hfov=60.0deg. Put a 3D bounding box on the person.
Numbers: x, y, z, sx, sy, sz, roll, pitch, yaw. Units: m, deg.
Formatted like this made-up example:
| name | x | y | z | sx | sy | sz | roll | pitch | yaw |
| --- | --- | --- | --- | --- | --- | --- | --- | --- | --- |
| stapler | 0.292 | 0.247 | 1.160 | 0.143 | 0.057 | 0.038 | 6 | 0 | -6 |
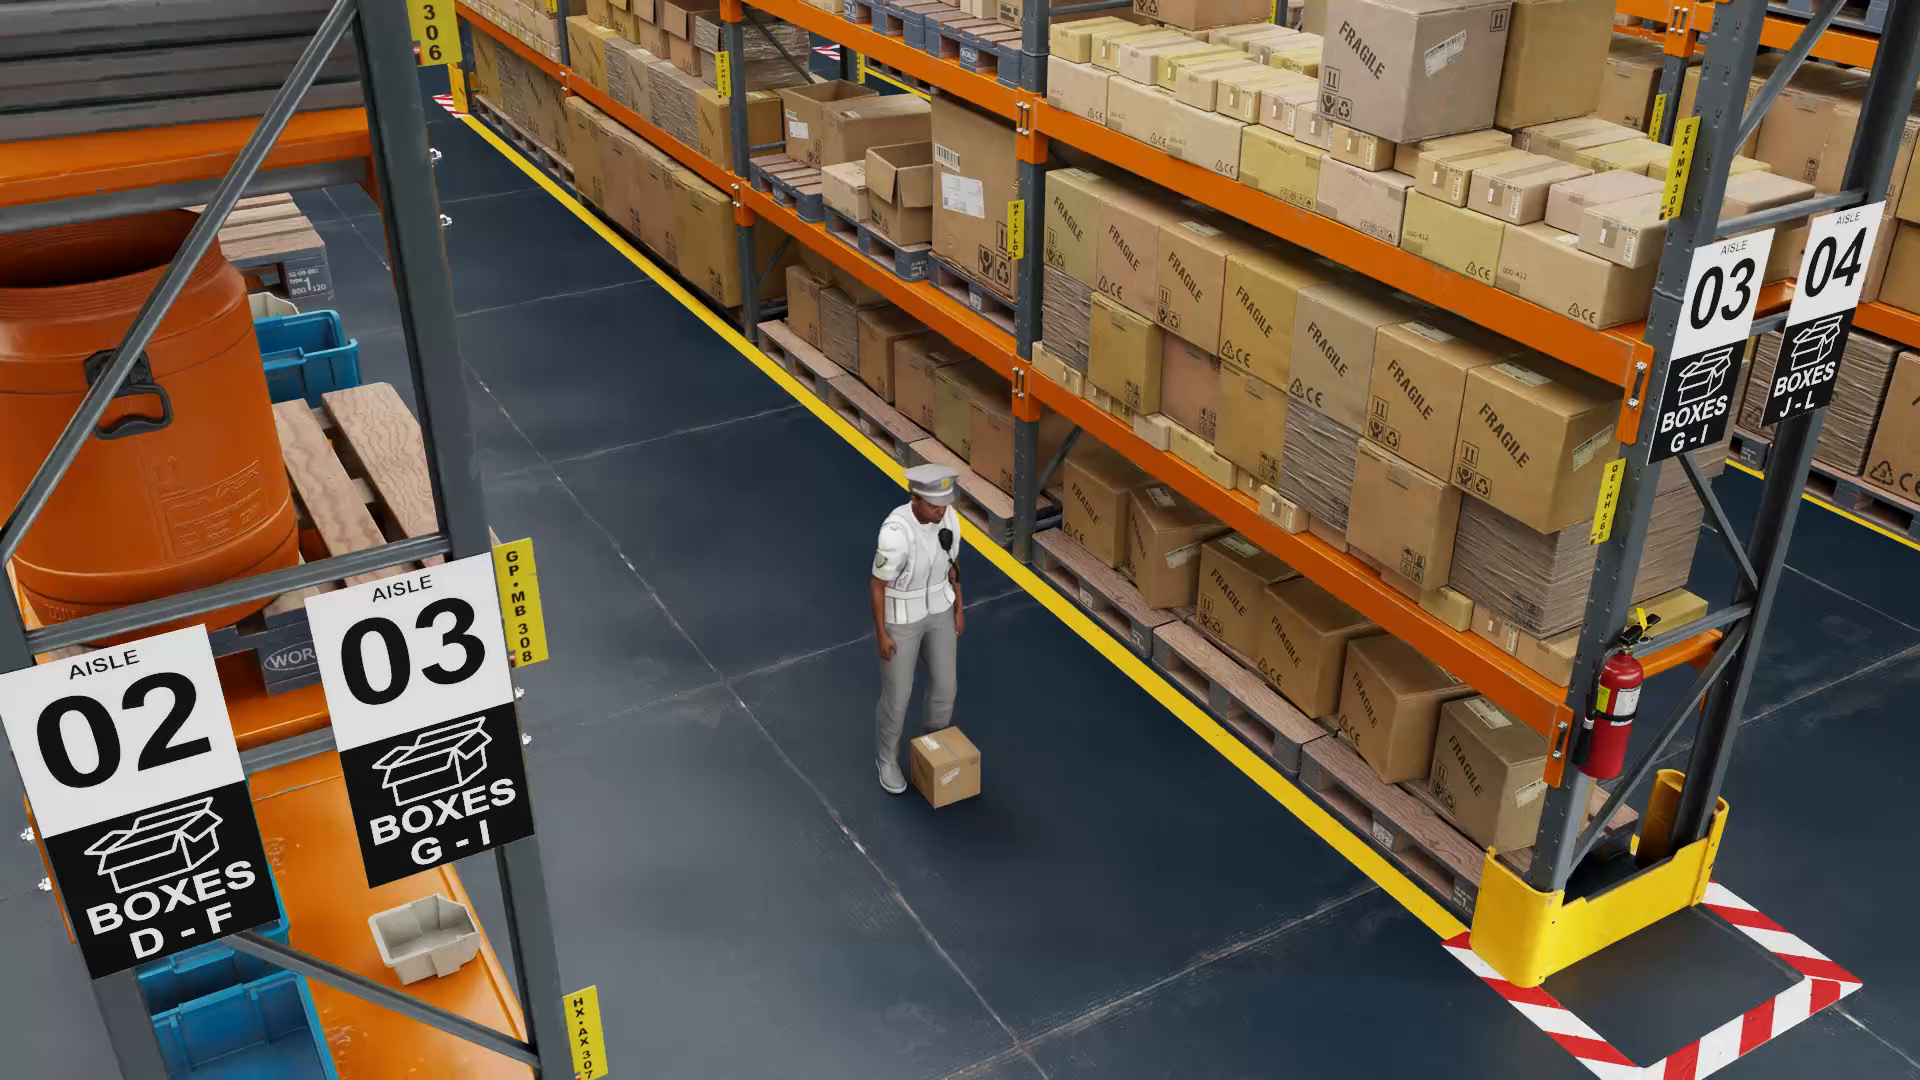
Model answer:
| name | x | y | z | sx | sy | sz | roll | pitch | yaw |
| --- | --- | --- | --- | --- | --- | --- | --- | --- | --- |
| person | -0.190 | 0.391 | 7.856 | 0.529 | 1.659 | 0.428 | -18 | 34 | -29 |
